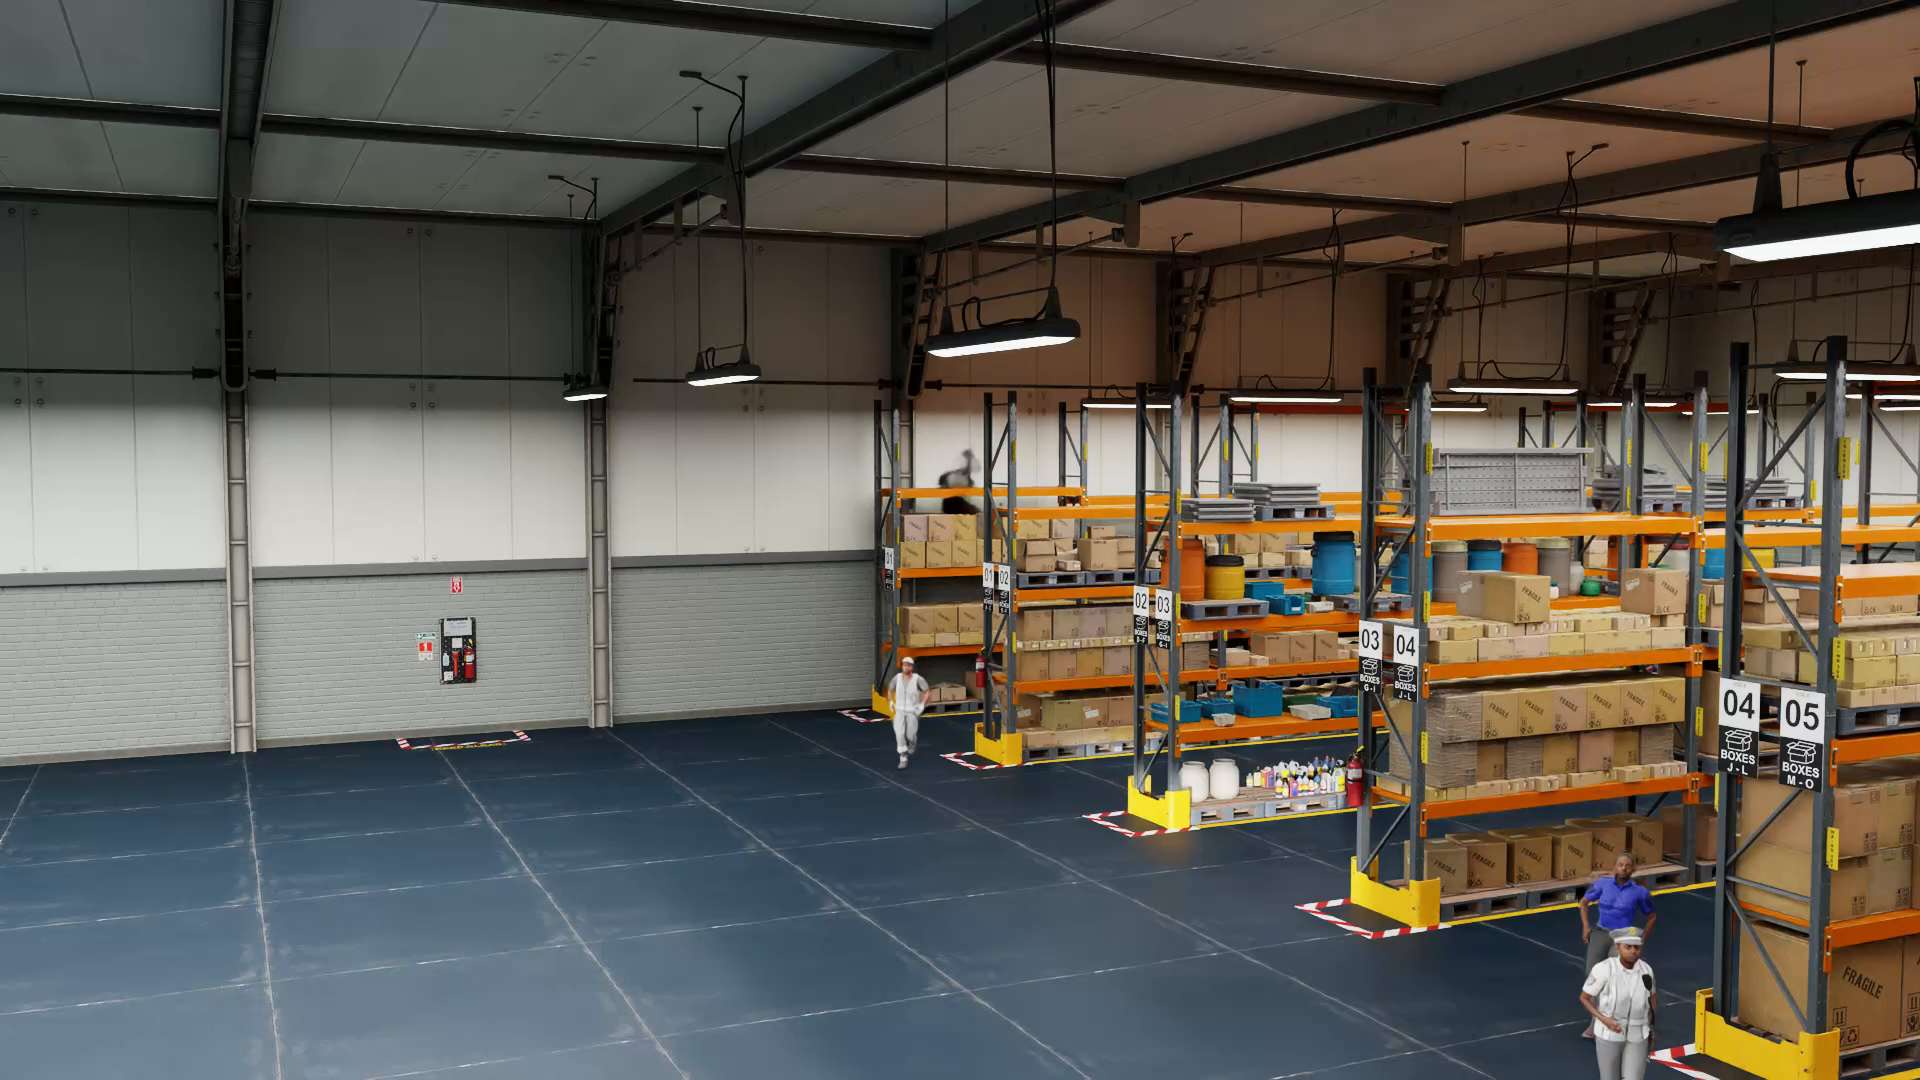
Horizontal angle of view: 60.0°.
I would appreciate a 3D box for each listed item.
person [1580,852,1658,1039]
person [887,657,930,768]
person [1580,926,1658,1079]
[{"bbox_3d":[5.753,3.524,14.567,0.643,1.598,0.682,2,4,29],"label":"person"},{"bbox_3d":[-0.819,2.724,26.520,0.698,1.754,0.693,1,3,9],"label":"person"},{"bbox_3d":[4.811,3.624,12.127,0.574,1.703,0.784,0,3,8],"label":"person"}]
